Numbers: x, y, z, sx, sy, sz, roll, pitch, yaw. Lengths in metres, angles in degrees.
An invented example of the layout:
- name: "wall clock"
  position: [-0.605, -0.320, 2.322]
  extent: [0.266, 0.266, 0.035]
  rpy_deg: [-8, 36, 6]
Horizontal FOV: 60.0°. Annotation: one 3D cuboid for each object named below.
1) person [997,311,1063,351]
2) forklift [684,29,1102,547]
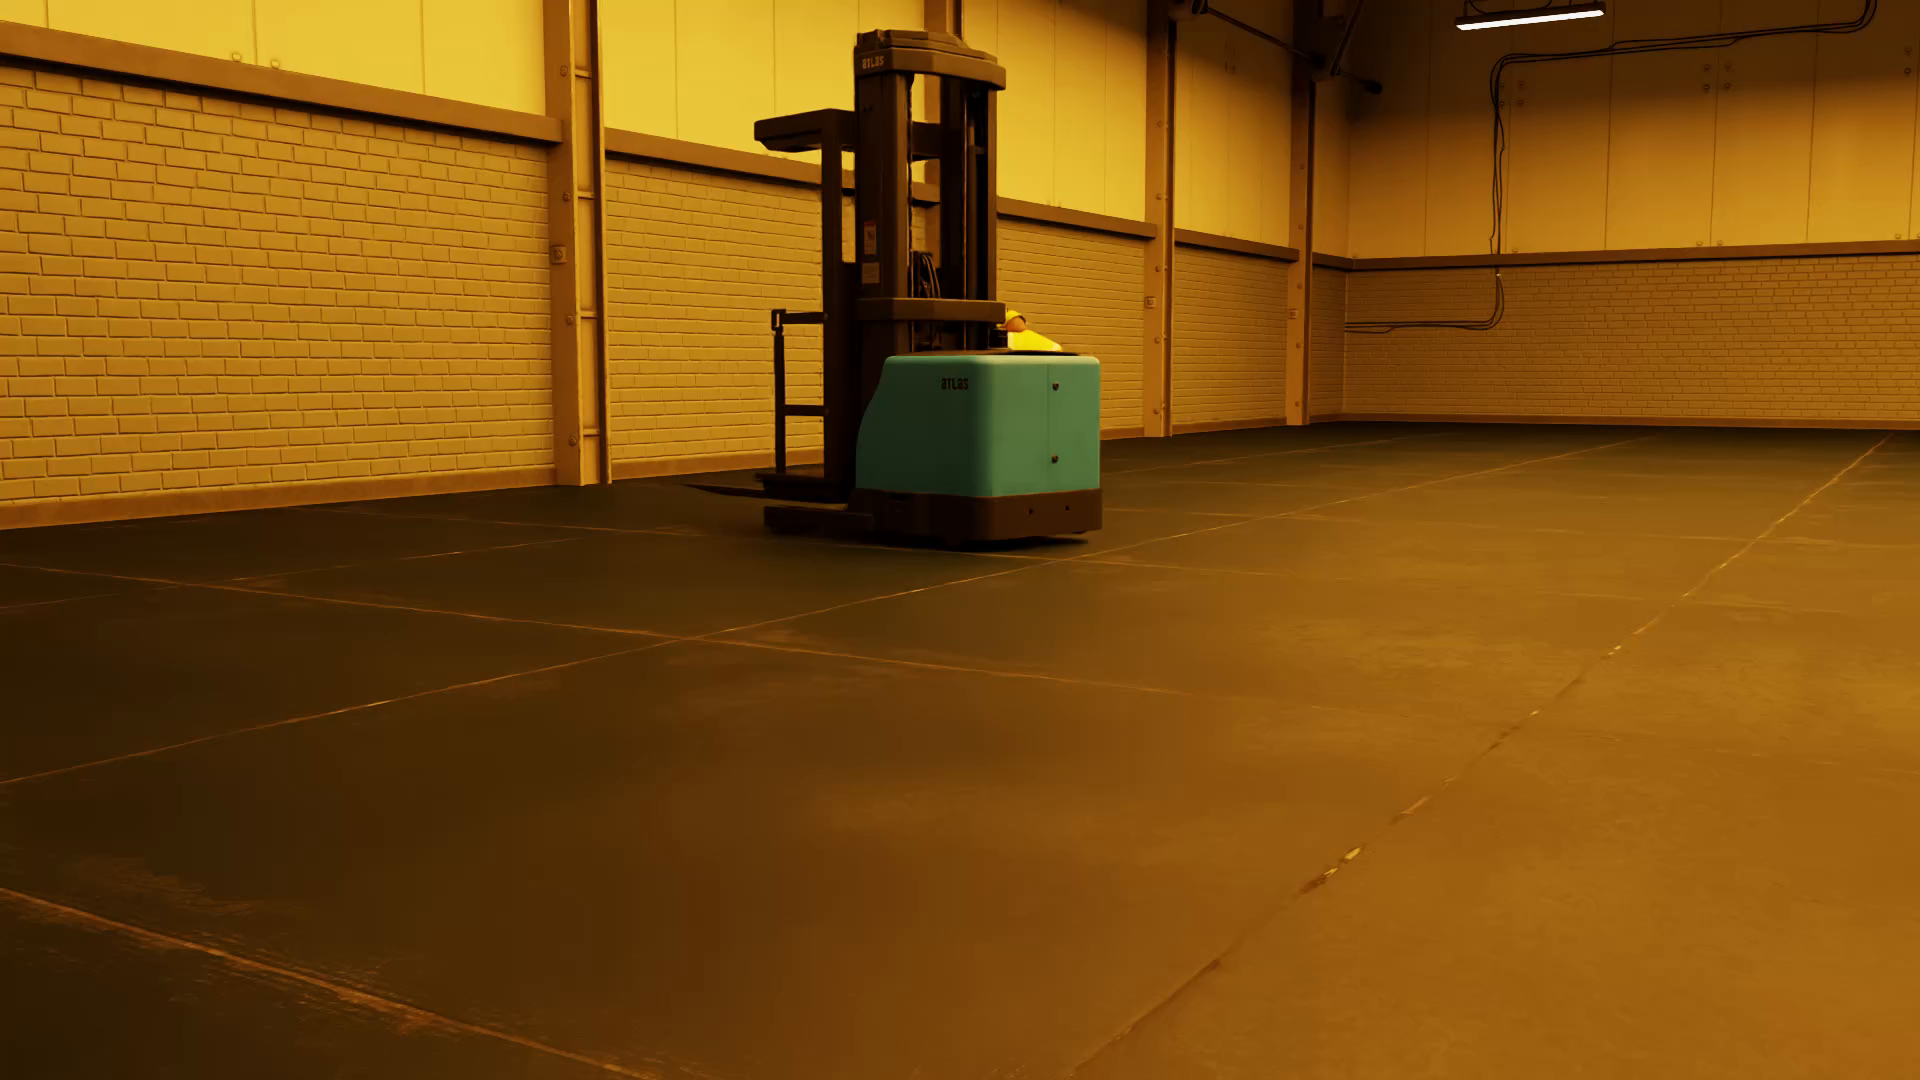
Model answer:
- name: "person"
  position: [0.360, -0.876, 11.486]
  extent: [1.182, 1.410, 0.967]
  rpy_deg: [-1, 6, -9]
- name: "forklift"
  position: [-0.564, -1.524, 10.268]
  extent: [1.130, 2.935, 3.031]
  rpy_deg: [-6, 8, -44]
